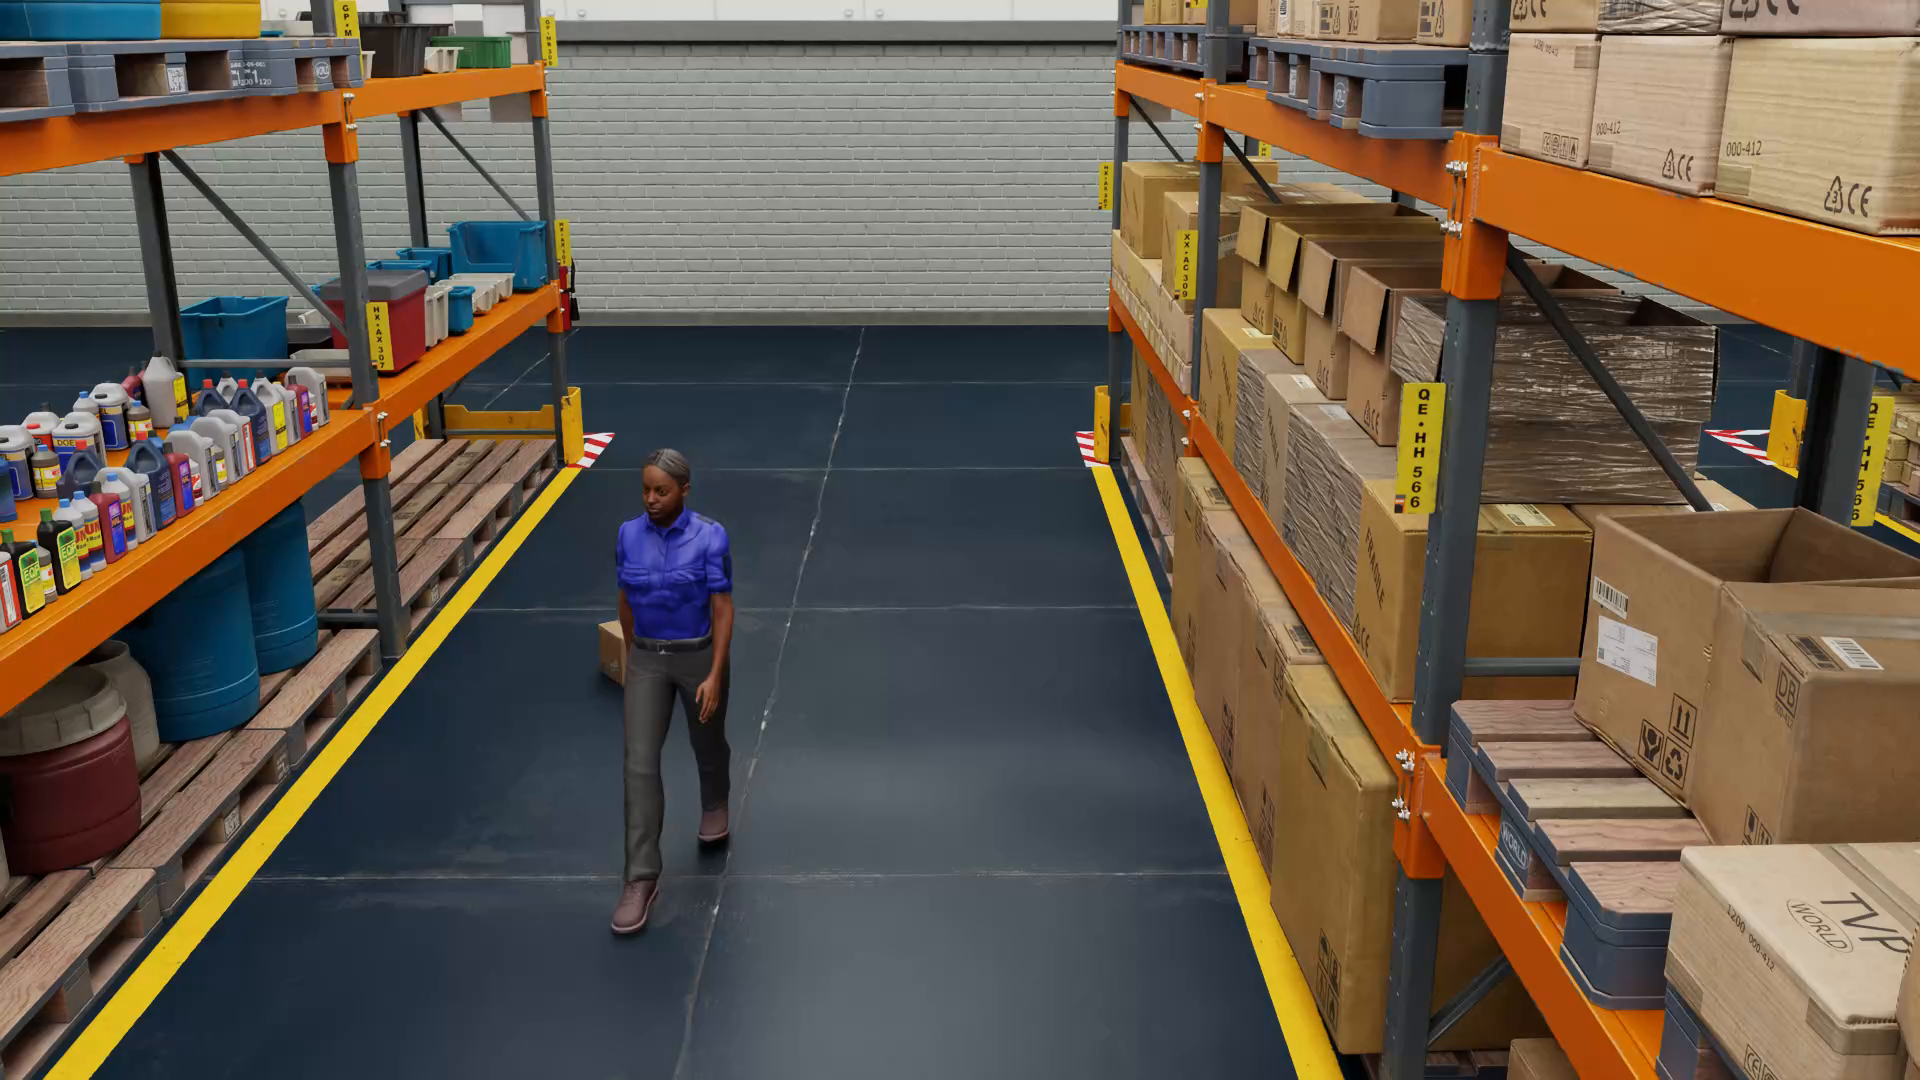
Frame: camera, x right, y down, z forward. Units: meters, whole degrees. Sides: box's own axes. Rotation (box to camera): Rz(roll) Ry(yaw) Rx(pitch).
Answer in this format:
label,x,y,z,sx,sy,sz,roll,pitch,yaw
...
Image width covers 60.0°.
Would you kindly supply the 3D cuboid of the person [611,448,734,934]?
label,x,y,z,sx,sy,sz,roll,pitch,yaw
person,-1.032,0.472,5.992,0.458,1.619,0.953,1,17,3
